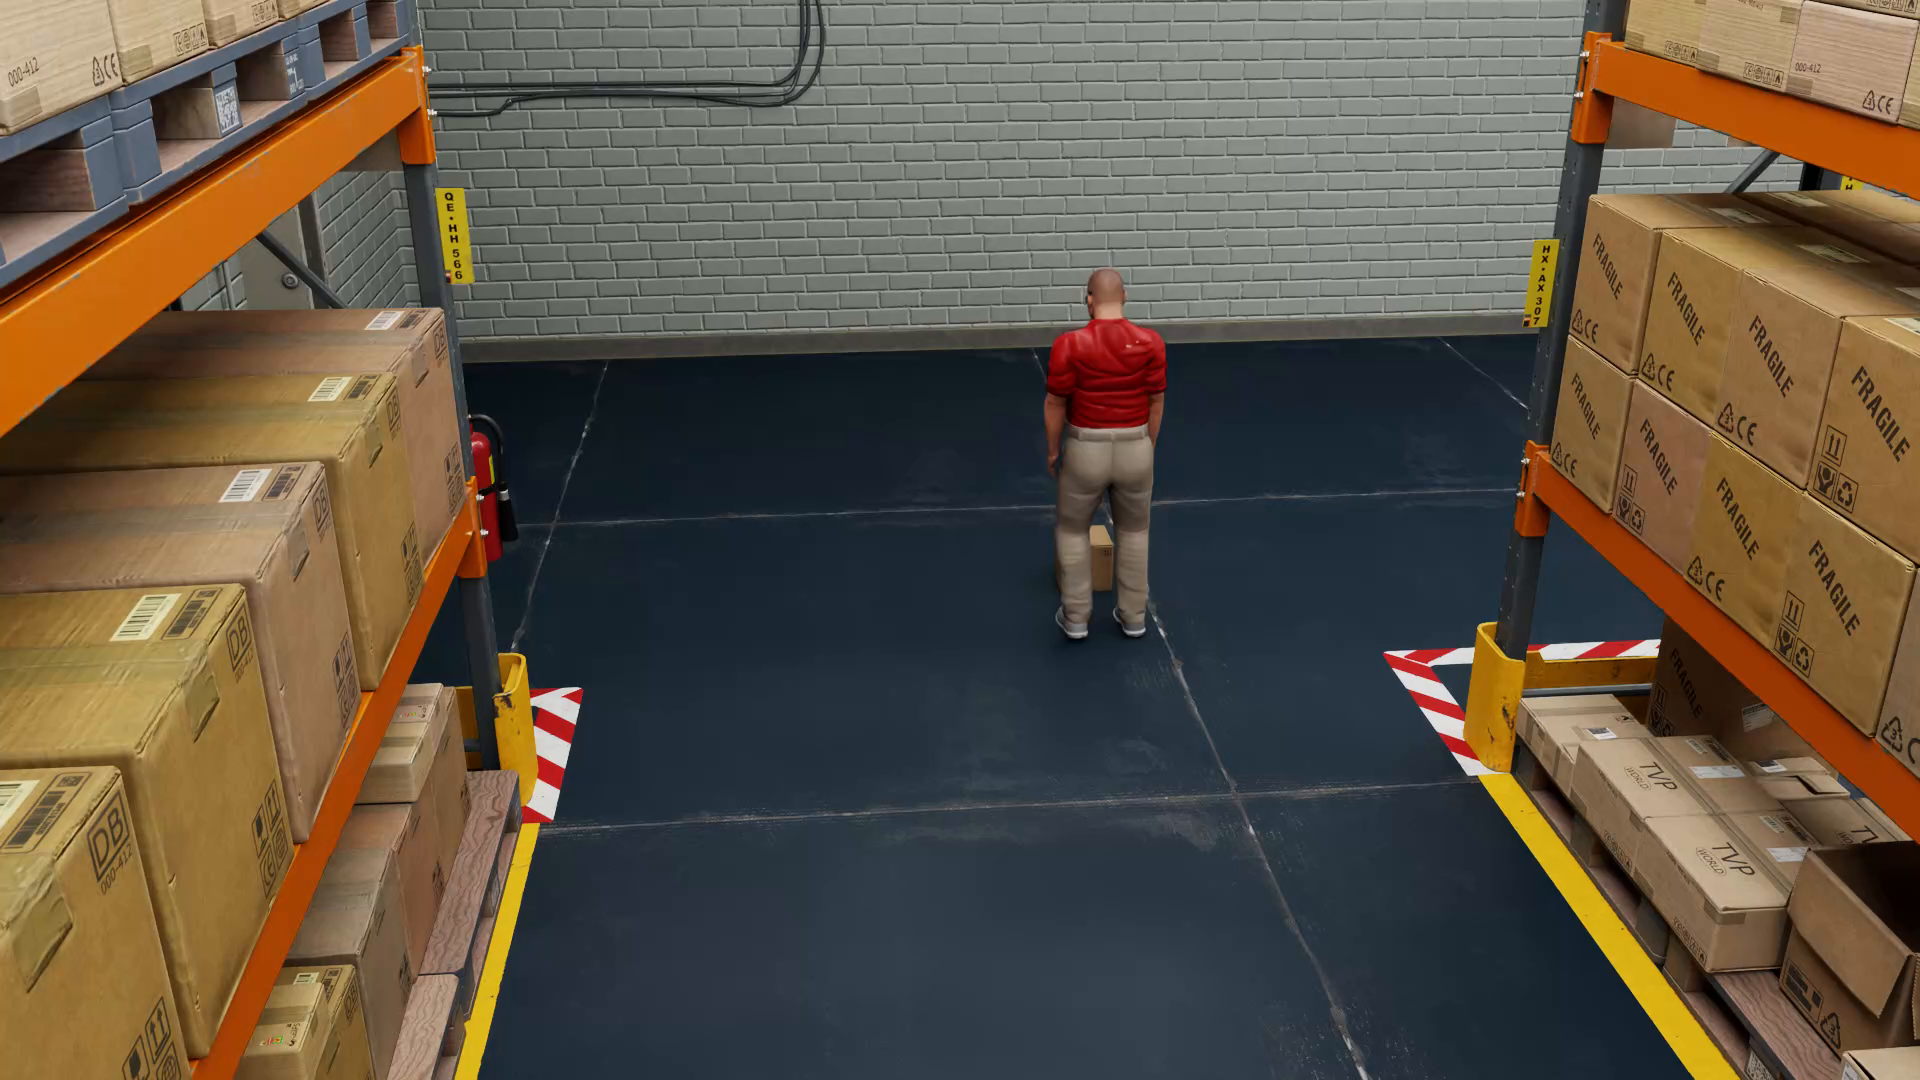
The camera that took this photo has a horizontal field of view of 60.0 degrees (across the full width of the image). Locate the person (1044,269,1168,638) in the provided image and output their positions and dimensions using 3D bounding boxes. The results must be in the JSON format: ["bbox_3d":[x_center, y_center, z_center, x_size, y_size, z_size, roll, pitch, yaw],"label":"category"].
[{"bbox_3d":[0.639,-0.367,7.498,0.538,1.715,0.365,-2,24,-4],"label":"person"}]
